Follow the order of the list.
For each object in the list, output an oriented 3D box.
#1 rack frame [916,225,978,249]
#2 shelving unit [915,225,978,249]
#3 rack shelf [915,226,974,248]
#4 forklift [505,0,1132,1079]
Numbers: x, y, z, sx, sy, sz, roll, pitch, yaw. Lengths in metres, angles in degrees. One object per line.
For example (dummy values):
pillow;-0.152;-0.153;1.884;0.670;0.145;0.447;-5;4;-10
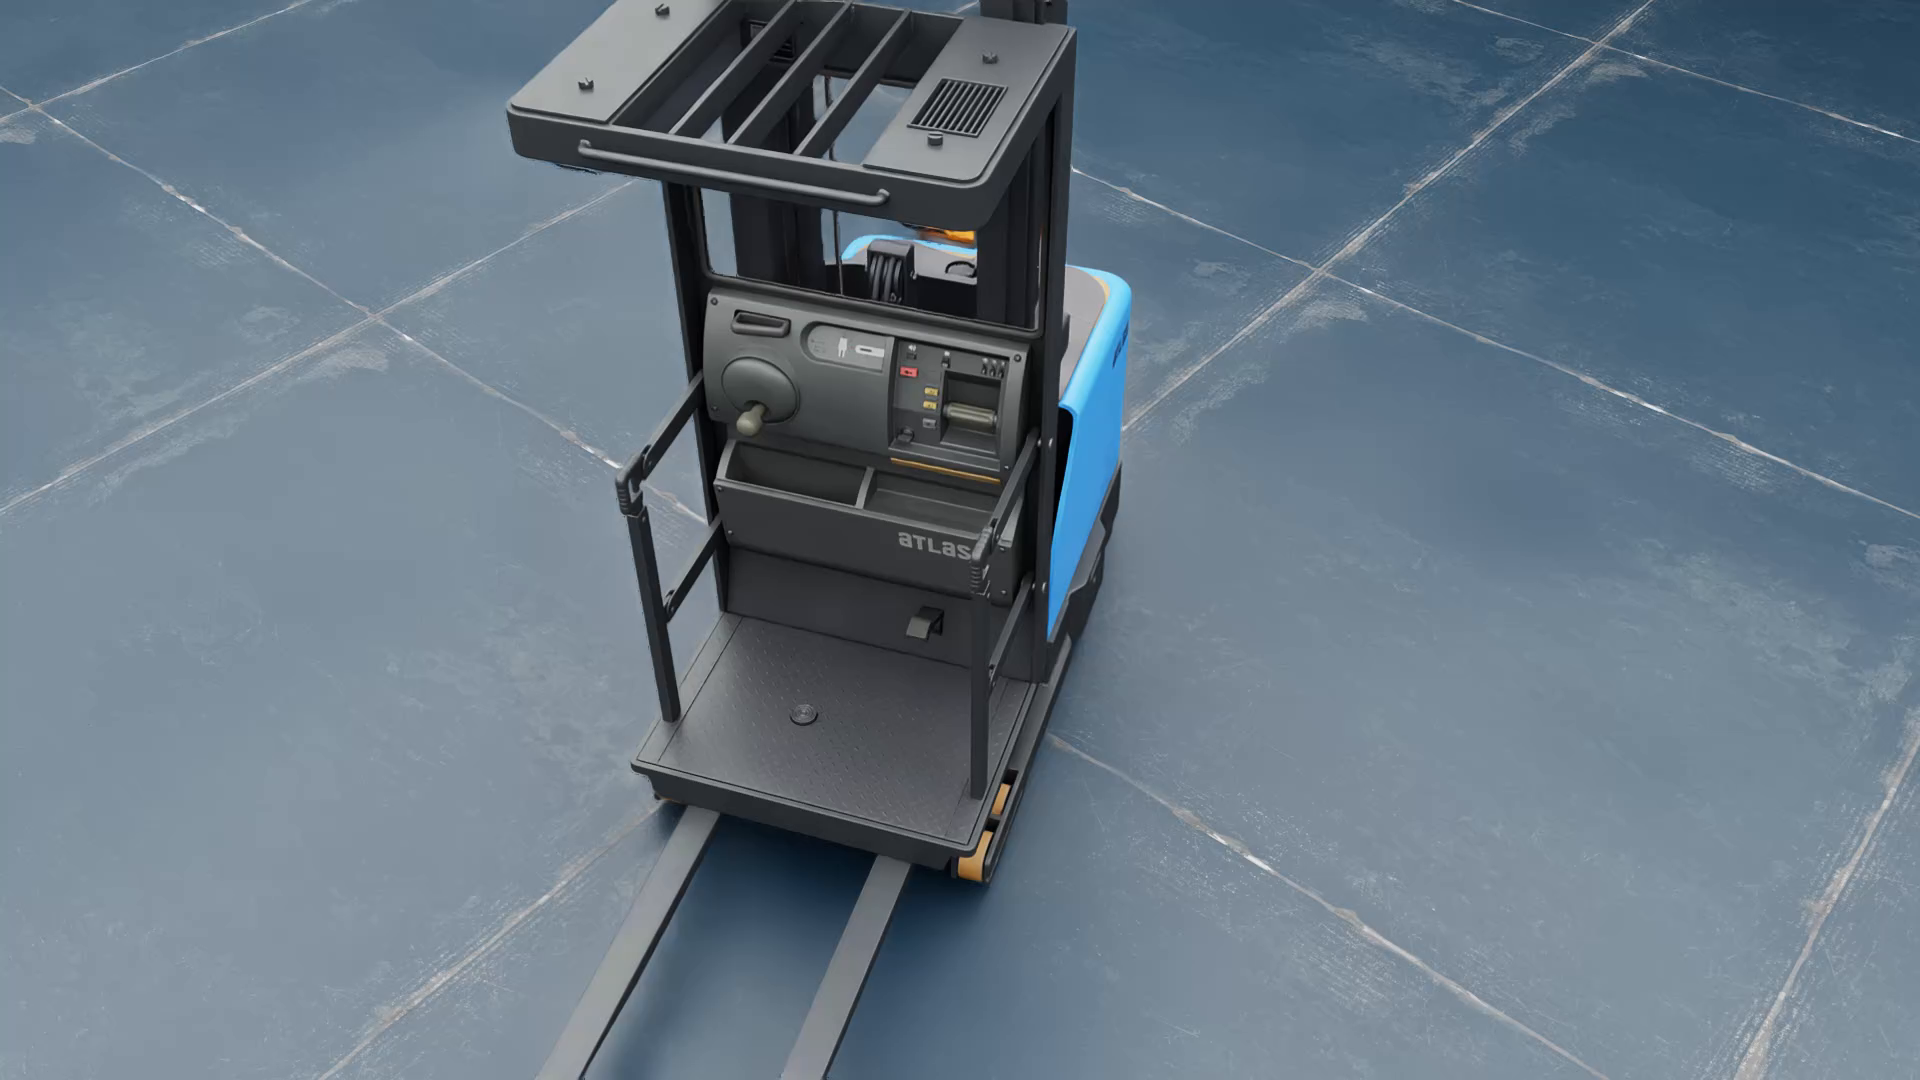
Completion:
rack frame;-0.043;-0.734;6.165;0.240;1.200;0.015;15;44;16
shelving unit;0.046;-0.886;6.333;0.258;1.200;0.503;15;44;16
rack shelf;0.046;-1.177;6.069;0.258;0.148;0.480;15;44;16
forklift;-0.336;-0.346;4.452;1.130;2.935;3.031;12;44;13
